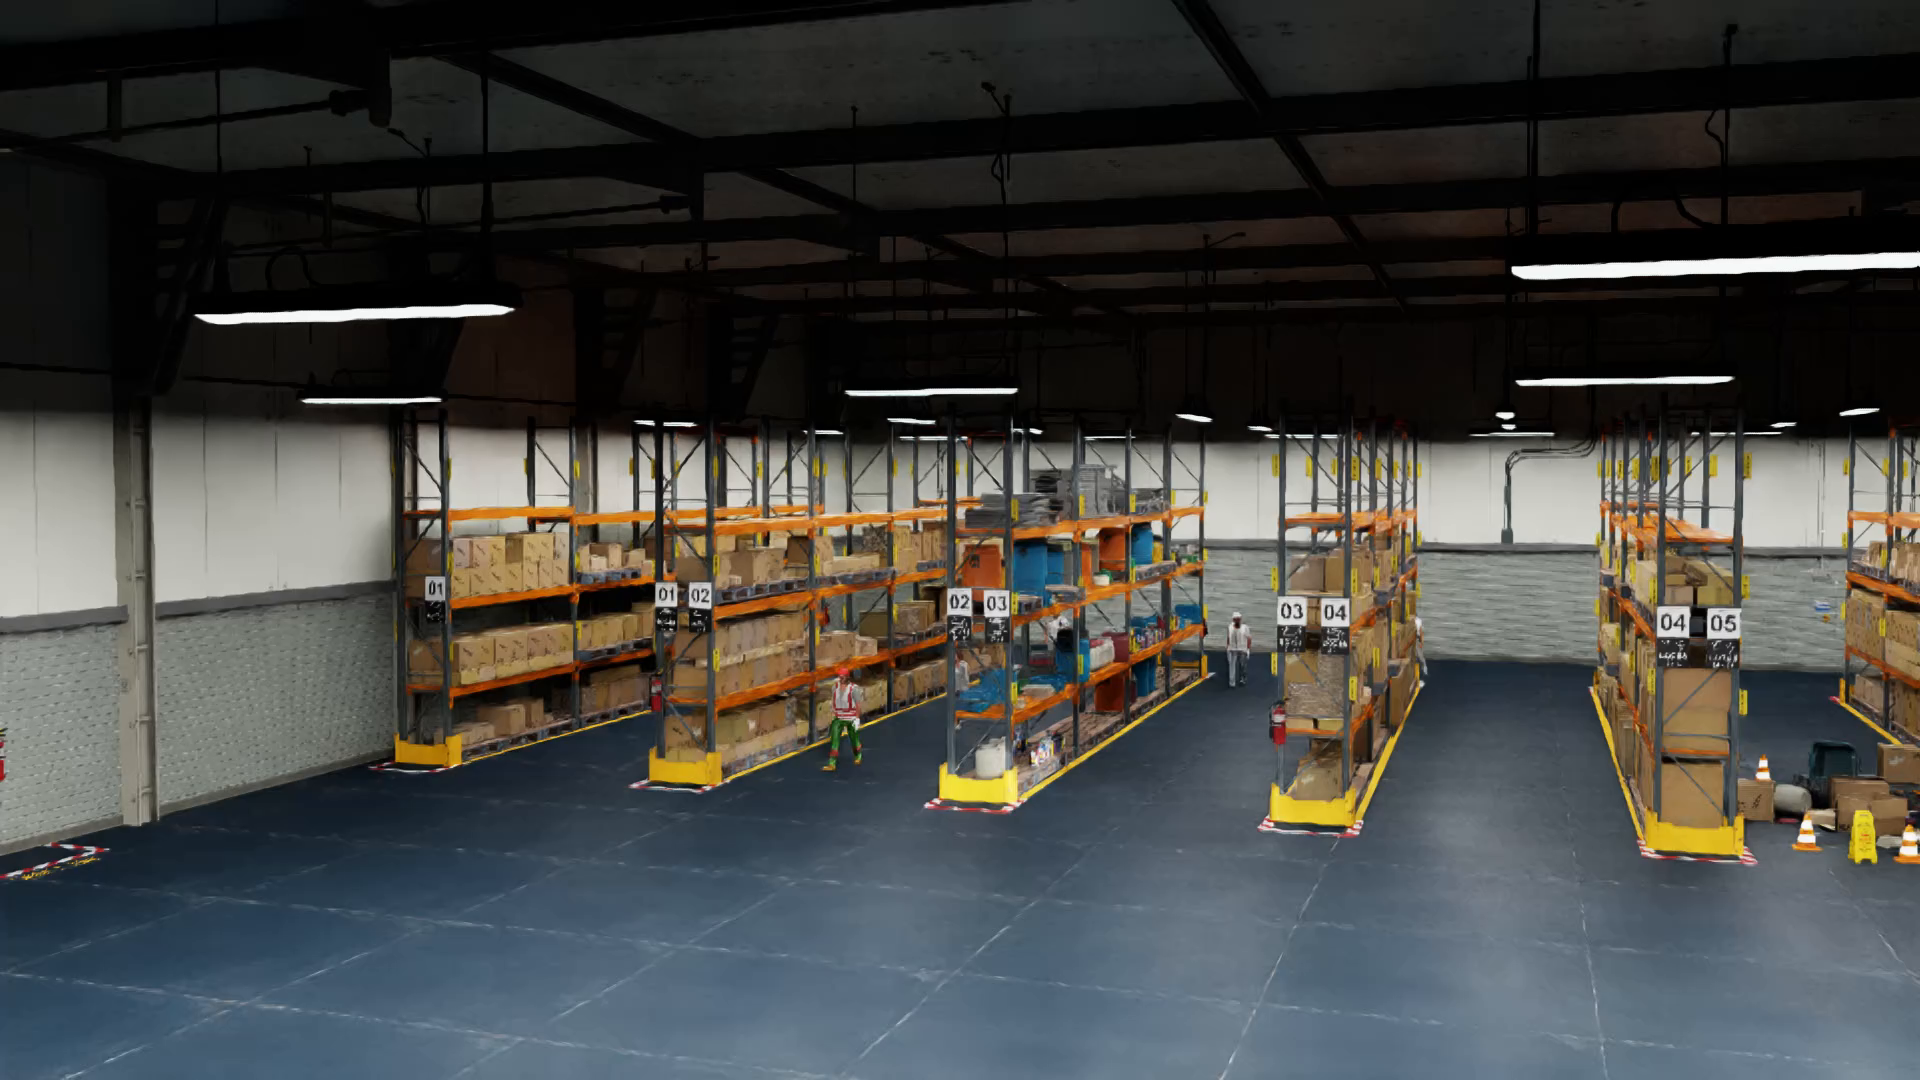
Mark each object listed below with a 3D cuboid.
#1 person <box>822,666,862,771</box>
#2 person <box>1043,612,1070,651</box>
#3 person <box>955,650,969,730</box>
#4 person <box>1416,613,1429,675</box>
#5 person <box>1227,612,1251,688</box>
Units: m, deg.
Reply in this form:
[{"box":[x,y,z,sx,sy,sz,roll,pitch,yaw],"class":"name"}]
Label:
[{"box":[-1.914,2.947,27.628,0.550,1.709,1.128,1,3,16],"class":"person"},{"box":[2.349,2.419,40.404,0.682,1.715,0.536,1,3,16],"class":"person"},{"box":[-0.044,2.853,32.003,0.419,1.513,1.037,1,3,17],"class":"person"},{"box":[11.038,2.460,40.229,0.582,1.648,0.544,-2,3,-35],"class":"person"},{"box":[6.366,2.505,38.061,0.573,1.732,1.042,1,3,17],"class":"person"}]
